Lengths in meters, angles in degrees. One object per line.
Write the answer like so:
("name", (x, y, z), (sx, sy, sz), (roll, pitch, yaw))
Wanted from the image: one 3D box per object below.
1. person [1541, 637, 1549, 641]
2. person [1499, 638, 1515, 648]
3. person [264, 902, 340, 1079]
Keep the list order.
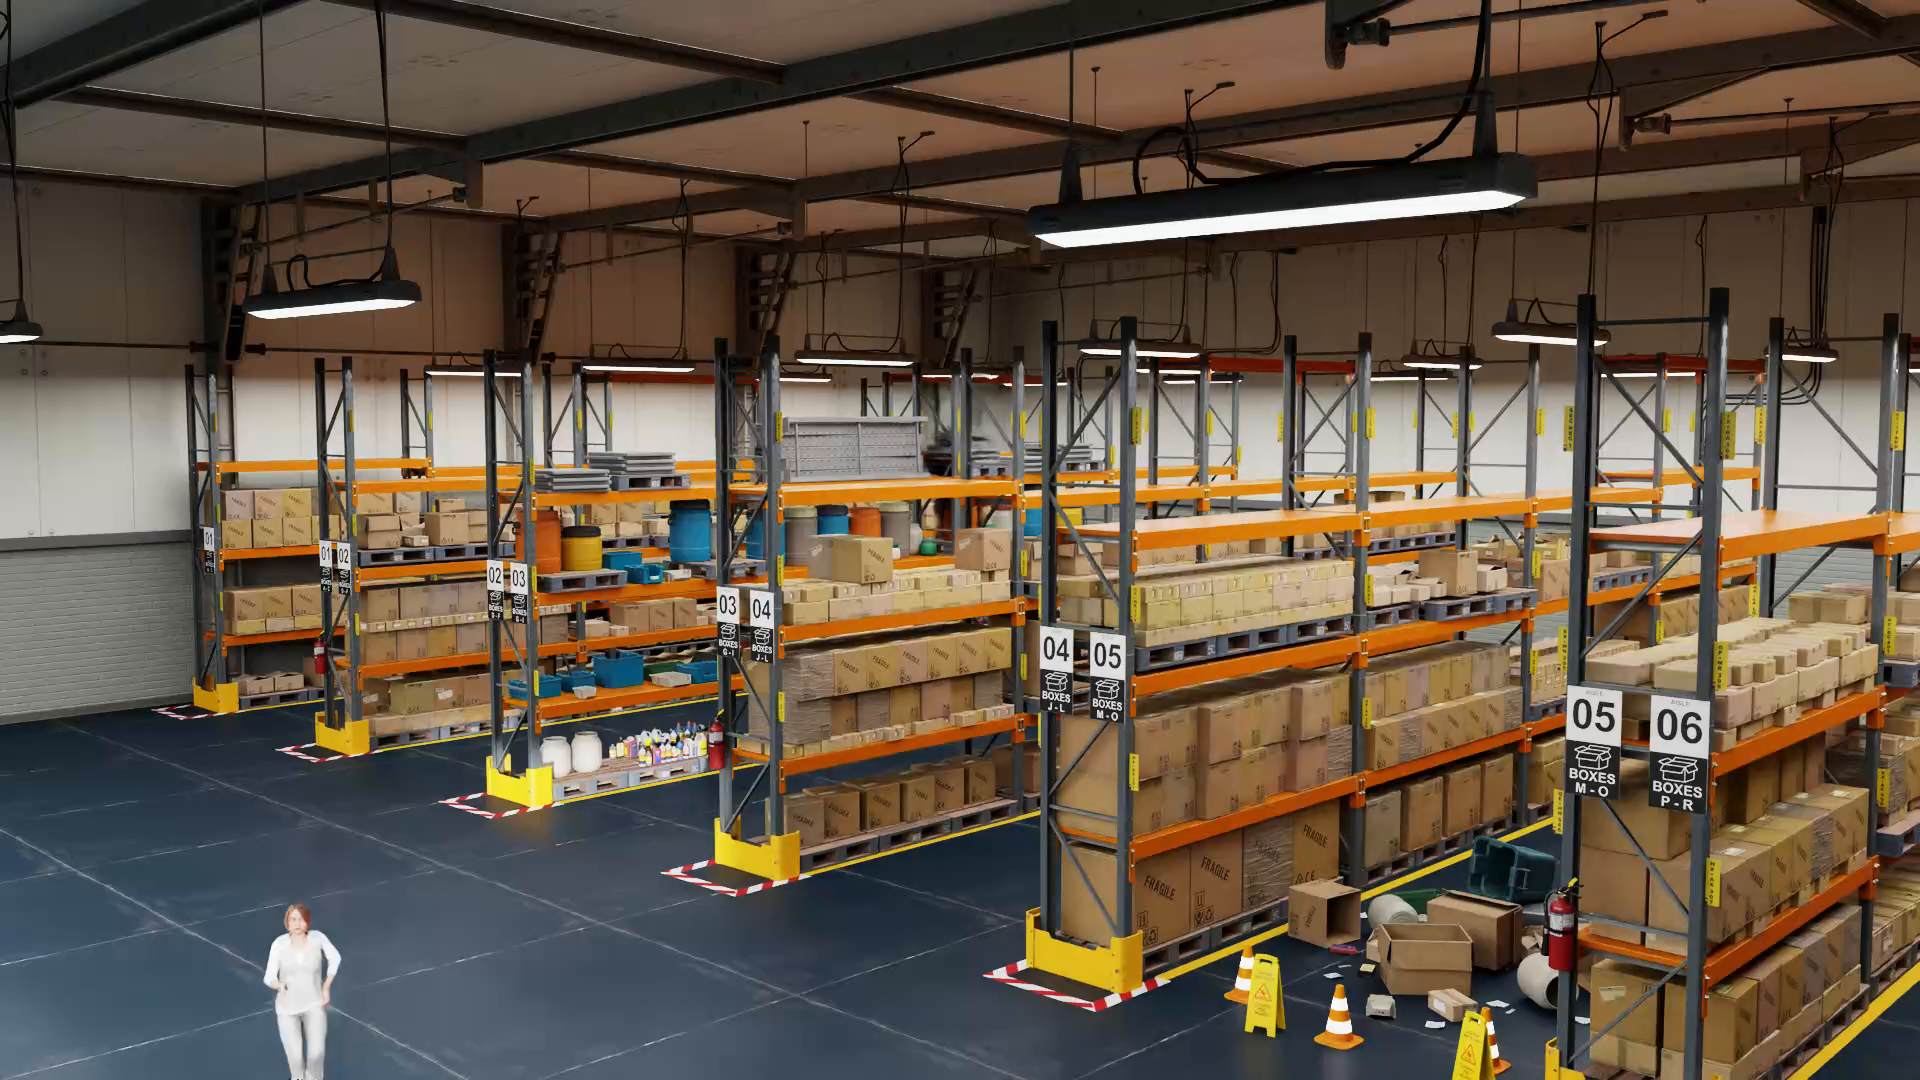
("person", (9.213, 2.348, 26.288), (0.547, 1.625, 0.609), (-4, 6, -43))
("person", (8.234, 2.360, 25.214), (0.645, 1.760, 0.640), (-4, 6, -44))
("person", (-4.804, 3.447, 12.157), (0.520, 1.537, 0.570), (-2, 5, -19))
